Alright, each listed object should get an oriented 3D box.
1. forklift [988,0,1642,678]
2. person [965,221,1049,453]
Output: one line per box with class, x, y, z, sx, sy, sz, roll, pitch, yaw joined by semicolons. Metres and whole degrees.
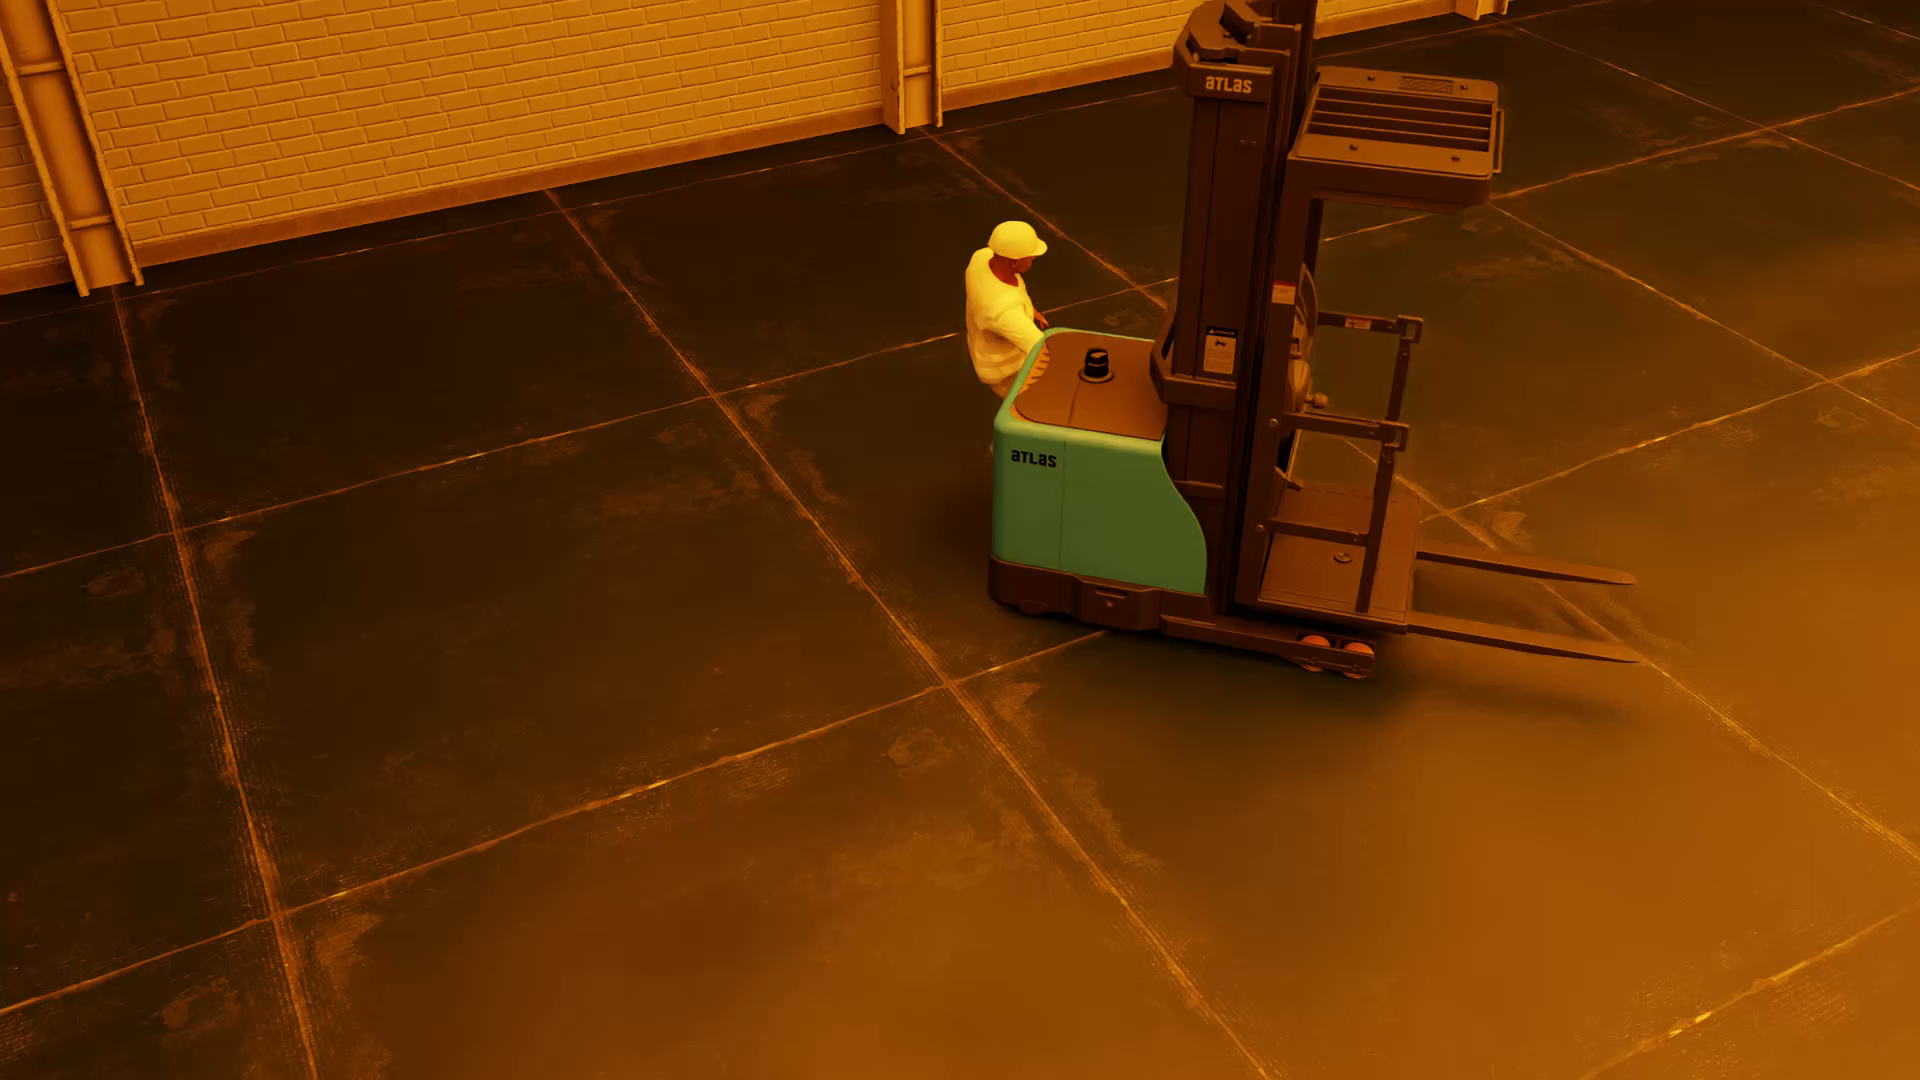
forklift;1.714;-0.895;7.389;3.031;2.935;1.130;10;36;13
person;0.414;-0.937;8.602;0.745;1.614;0.796;-6;36;-8
